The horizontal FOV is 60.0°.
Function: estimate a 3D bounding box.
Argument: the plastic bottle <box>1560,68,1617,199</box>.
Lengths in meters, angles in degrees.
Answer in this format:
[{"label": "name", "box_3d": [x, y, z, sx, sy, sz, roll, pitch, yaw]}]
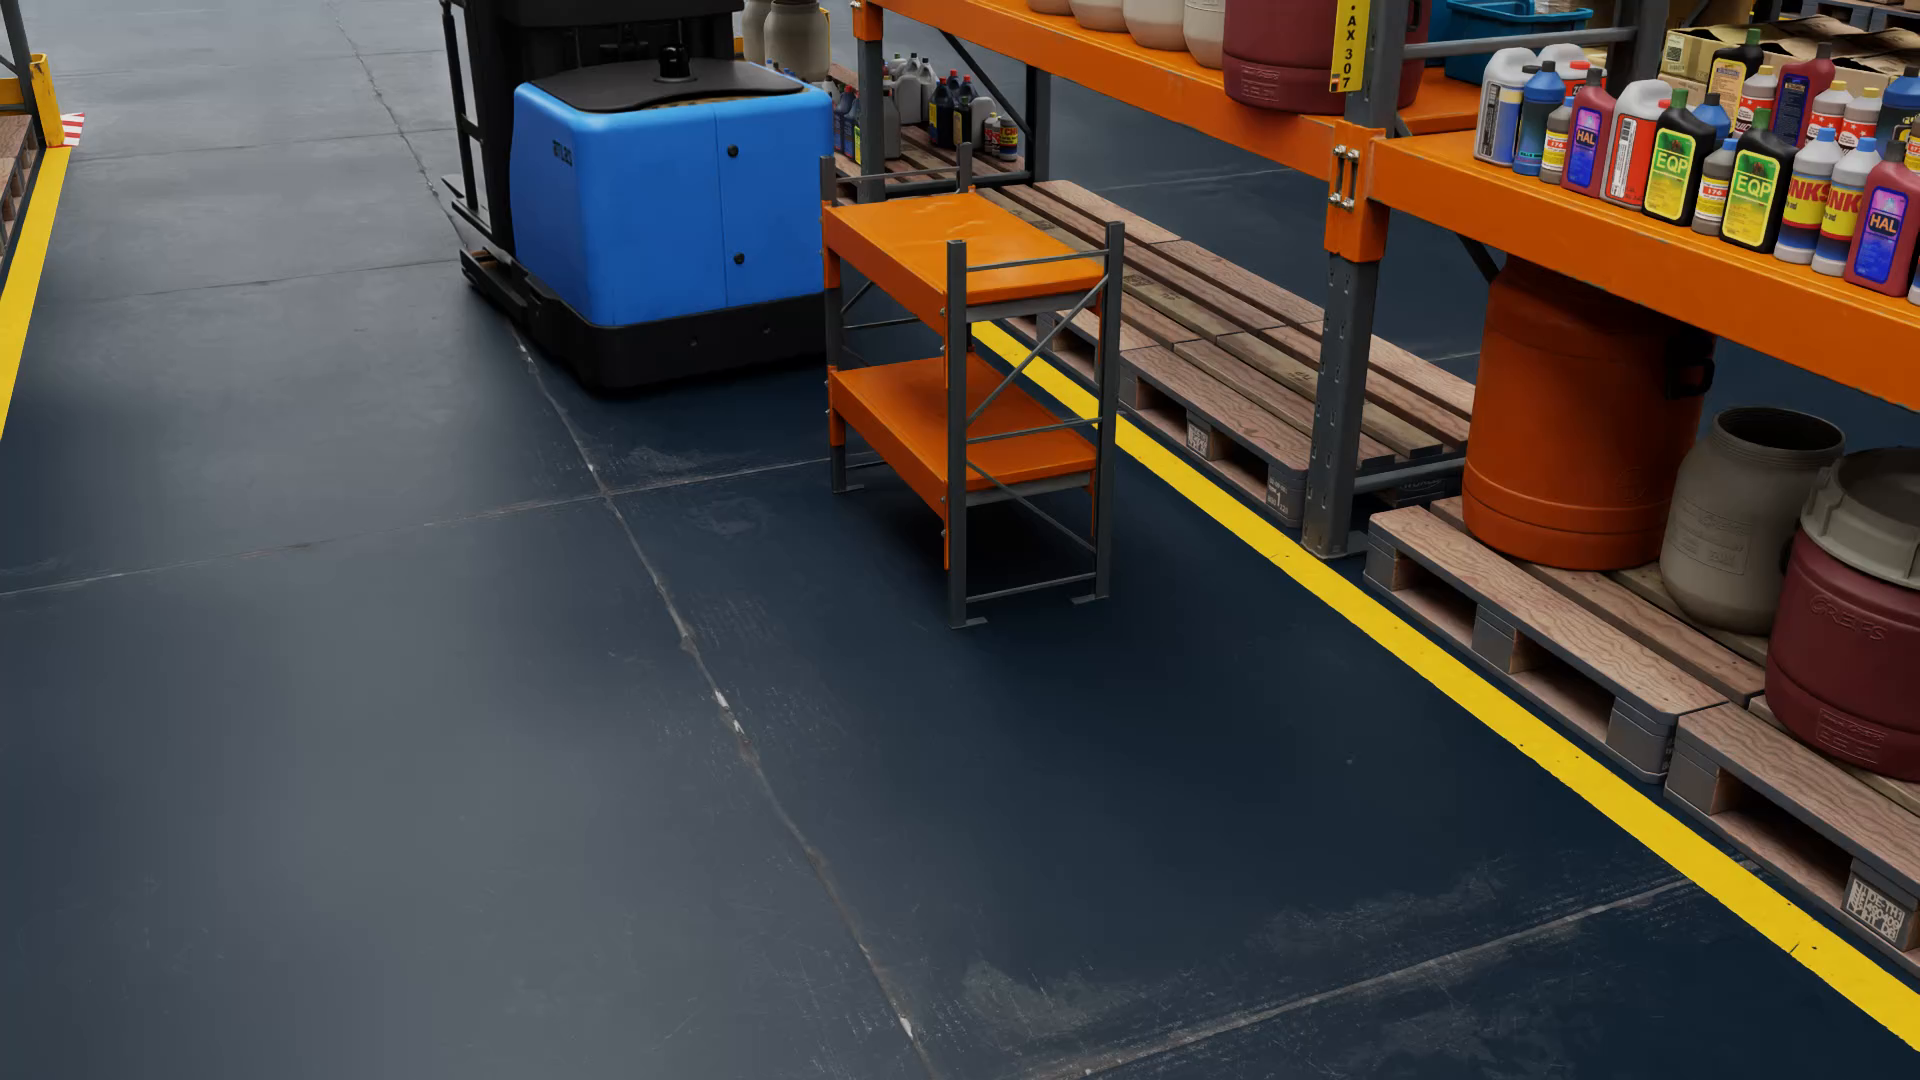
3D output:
[{"label": "plastic bottle", "box_3d": [1.507, -0.964, 3.939, 0.061, 0.283, 0.133, -11, 28, -21]}]

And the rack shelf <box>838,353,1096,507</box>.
[{"label": "rack shelf", "box_3d": [0.003, -0.349, 5.073, 0.459, 0.093, 0.952, -11, 28, -21]}]

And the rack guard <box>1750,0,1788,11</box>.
[{"label": "rack guard", "box_3d": [7.561, -5.165, 15.259, 1.175, 0.500, 0.348, -11, 28, -21]}]

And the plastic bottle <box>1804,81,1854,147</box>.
[{"label": "plastic bottle", "box_3d": [2.218, -1.065, 4.239, 0.097, 0.201, 0.097, 0, 26, 0]}]

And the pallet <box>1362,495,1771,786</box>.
[{"label": "pallet", "box_3d": [1.895, 0.177, 4.647, 1.003, 0.211, 1.213, -11, 28, -21]}]

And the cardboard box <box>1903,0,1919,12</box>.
[{"label": "cardboard box", "box_3d": [8.184, -4.564, 13.526, 0.700, 0.500, 0.500, -12, 29, -24]}]

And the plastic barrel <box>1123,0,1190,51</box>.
[{"label": "plastic barrel", "box_3d": [0.784, -1.986, 5.772, 0.421, 0.512, 0.421, 0, 26, 0]}]

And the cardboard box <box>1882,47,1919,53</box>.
[{"label": "cardboard box", "box_3d": [5.366, -2.532, 9.033, 0.500, 0.311, 0.500, -11, 28, -21]}]

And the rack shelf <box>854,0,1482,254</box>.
[{"label": "rack shelf", "box_3d": [0.765, -1.872, 6.484, 1.077, 0.370, 4.000, -11, 28, -21]}]

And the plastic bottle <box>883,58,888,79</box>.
[{"label": "plastic bottle", "box_3d": [-0.486, -2.803, 10.167, 0.061, 0.283, 0.133, -11, 28, -21]}]

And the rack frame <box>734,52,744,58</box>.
[{"label": "rack frame", "box_3d": [-1.588, -4.616, 11.286, 0.949, 2.616, 0.053, -11, 28, -21]}]

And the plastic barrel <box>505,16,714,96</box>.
[{"label": "plastic barrel", "box_3d": [-1.353, -2.324, 6.560, 0.905, 2.708, 0.517, -11, 28, -21]}]

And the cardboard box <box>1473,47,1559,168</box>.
[{"label": "cardboard box", "box_3d": [5.470, 0.347, 2.493, 5.886, 1.356, 7.345, -11, 28, -21]}]

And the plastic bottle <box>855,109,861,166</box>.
[{"label": "plastic bottle", "box_3d": [-0.510, -2.117, 8.761, 0.061, 0.283, 0.133, -9, 27, -18]}]

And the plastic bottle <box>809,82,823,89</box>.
[{"label": "plastic bottle", "box_3d": [-0.797, -2.461, 9.474, 0.152, 0.276, 0.135, -10, 28, -20]}]

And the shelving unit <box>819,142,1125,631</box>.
[{"label": "shelving unit", "box_3d": [-11.214, -3.521, 5.624, 19.663, 6.000, 13.307, -11, 28, -21]}]

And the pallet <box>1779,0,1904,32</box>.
[{"label": "pallet", "box_3d": [5.877, -1.760, 8.614, 9.879, 0.211, 12.008, -11, 28, -21]}]

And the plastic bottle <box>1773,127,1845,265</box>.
[{"label": "plastic bottle", "box_3d": [2.178, -0.287, 2.566, 0.097, 0.271, 2.212, -11, 28, -21]}]

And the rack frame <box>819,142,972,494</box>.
[{"label": "rack frame", "box_3d": [-0.196, -0.708, 5.418, 0.500, 1.125, 0.032, -11, 28, -21]}]

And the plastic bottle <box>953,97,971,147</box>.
[{"label": "plastic bottle", "box_3d": [0.011, -2.290, 9.117, 0.061, 0.283, 0.133, -11, 28, -21]}]

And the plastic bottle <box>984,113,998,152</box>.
[{"label": "plastic bottle", "box_3d": [0.181, -2.228, 9.083, 0.097, 0.201, 0.097, 0, 26, 0]}]

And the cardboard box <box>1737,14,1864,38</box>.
[{"label": "cardboard box", "box_3d": [4.963, -2.943, 9.874, 0.500, 0.311, 0.500, -11, 28, -21]}]

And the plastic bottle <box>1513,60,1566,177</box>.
[{"label": "plastic bottle", "box_3d": [1.440, -1.048, 4.124, 0.097, 0.271, 0.097, 0, 26, 0]}]

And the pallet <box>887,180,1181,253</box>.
[{"label": "pallet", "box_3d": [0.325, -1.439, 7.956, 1.003, 0.211, 1.213, -11, 28, -21]}]

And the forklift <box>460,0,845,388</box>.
[{"label": "forklift", "box_3d": [-2.185, -10.885, 24.303, 19.219, 2.843, 36.947, -14, 29, -26]}]

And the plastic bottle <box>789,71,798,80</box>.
[{"label": "plastic bottle", "box_3d": [-0.988, -2.624, 9.815, 0.097, 0.271, 0.097, 0, 26, 0]}]

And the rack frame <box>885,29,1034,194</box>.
[{"label": "rack frame", "box_3d": [-0.021, -3.002, 7.979, 0.949, 2.616, 0.053, -11, 28, -21]}]

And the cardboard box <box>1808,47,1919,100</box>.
[{"label": "cardboard box", "box_3d": [4.869, -2.436, 8.836, 0.500, 0.311, 0.500, -12, 28, -22]}]

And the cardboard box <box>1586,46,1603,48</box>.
[{"label": "cardboard box", "box_3d": [3.971, -3.158, 10.955, 0.500, 0.250, 0.500, -11, 28, -21]}]

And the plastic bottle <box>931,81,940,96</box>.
[{"label": "plastic bottle", "box_3d": [-0.119, -2.500, 9.560, 0.097, 0.271, 0.097, 0, 26, 0]}]

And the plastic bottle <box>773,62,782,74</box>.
[{"label": "plastic bottle", "box_3d": [-1.090, -2.714, 9.984, 0.061, 0.283, 0.133, -10, 28, -20]}]

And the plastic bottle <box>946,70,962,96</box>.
[{"label": "plastic bottle", "box_3d": [-0.026, -2.483, 9.434, 0.144, 0.351, 0.185, -12, 28, -23]}]
